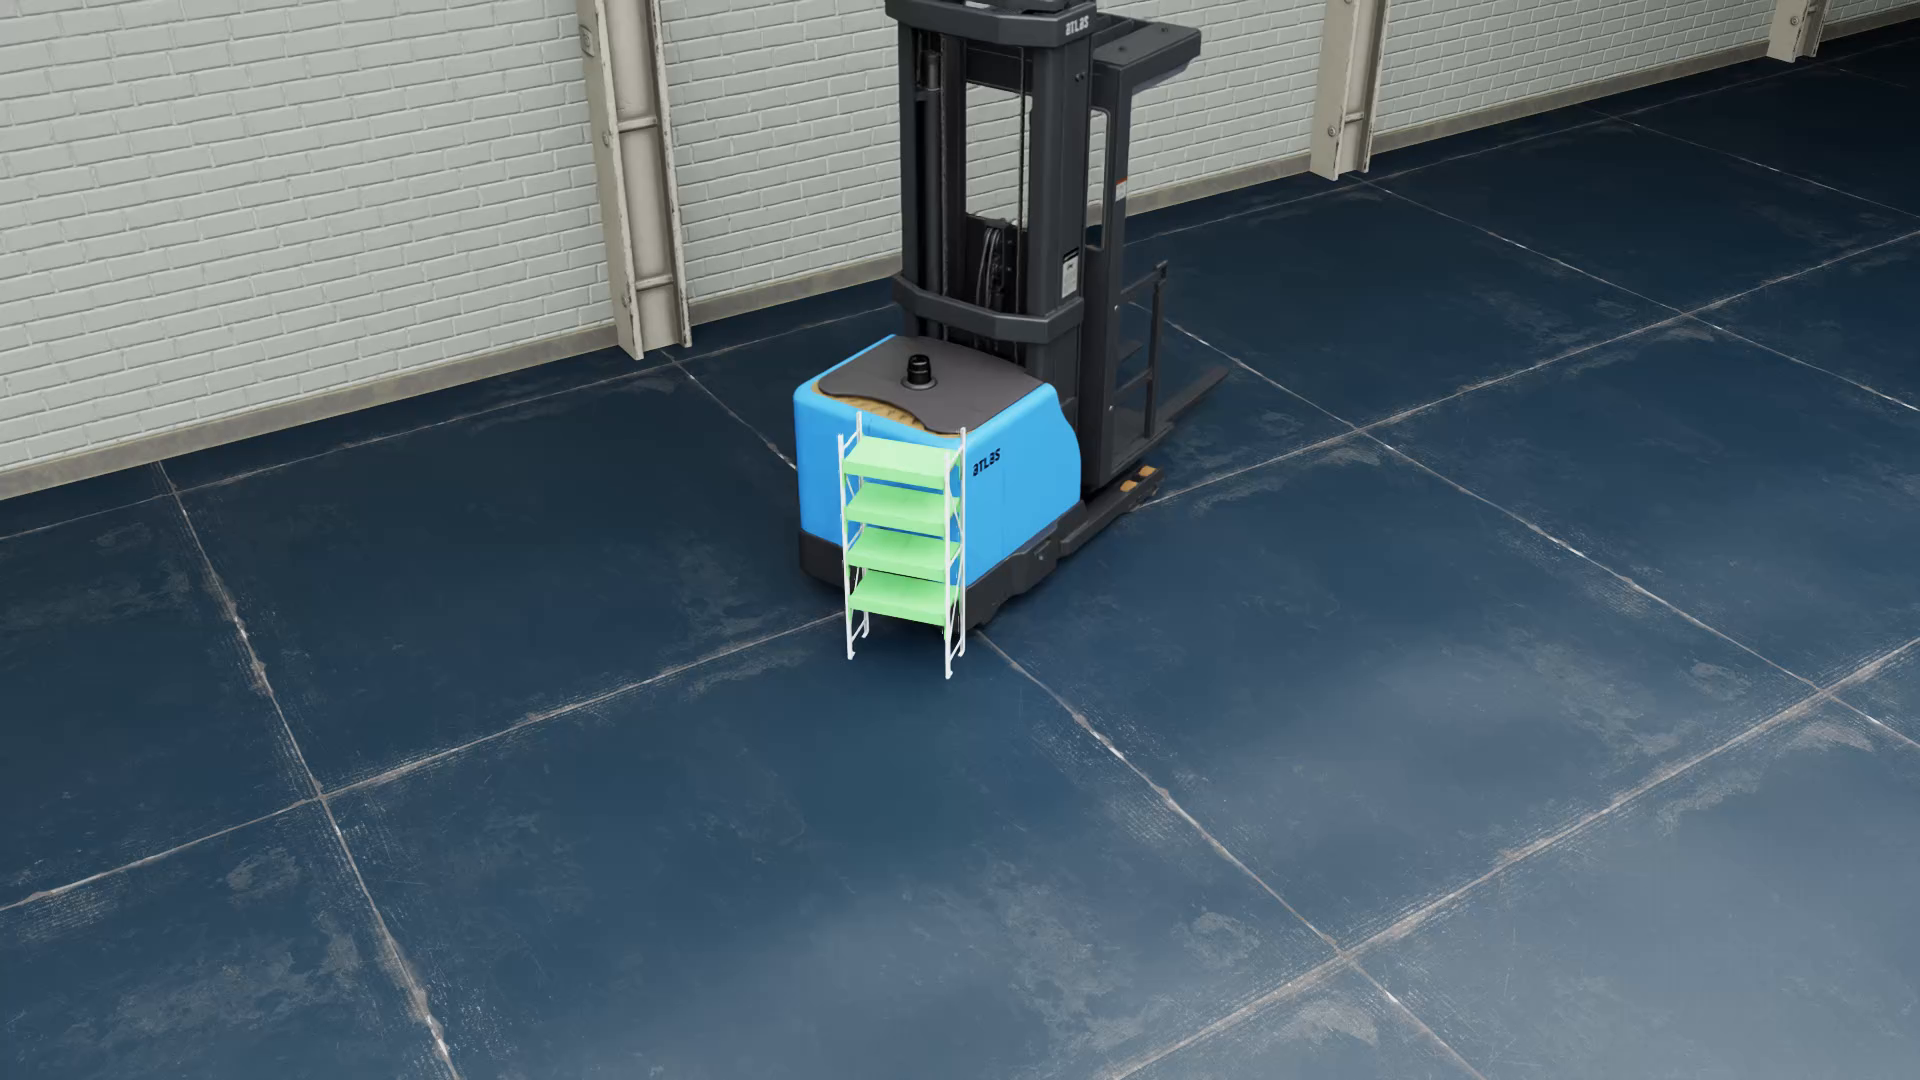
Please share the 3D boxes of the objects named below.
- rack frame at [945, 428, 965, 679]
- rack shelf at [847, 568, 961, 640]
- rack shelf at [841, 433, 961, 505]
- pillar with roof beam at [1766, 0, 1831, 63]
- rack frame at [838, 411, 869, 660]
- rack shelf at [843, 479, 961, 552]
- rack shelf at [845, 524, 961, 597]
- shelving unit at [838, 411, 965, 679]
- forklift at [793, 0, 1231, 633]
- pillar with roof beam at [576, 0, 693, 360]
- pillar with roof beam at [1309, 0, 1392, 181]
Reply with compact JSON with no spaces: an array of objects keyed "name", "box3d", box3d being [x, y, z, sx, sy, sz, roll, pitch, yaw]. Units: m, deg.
[{"name":"rack frame","box3d":[-0.021,0.078,7.502,0.015,1.200,0.240,10,34,15]},{"name":"rack shelf","box3d":[-0.253,0.294,7.729,0.480,0.148,0.258,10,34,15]},{"name":"rack shelf","box3d":[-0.253,-0.315,7.345,0.480,0.148,0.258,10,34,15]},{"name":"pillar with roof beam","box3d":[10.443,-6.612,10.797,0.400,9.000,9.100,-19,37,-27]},{"name":"rack frame","box3d":[-0.485,-0.004,7.632,0.015,1.200,0.240,10,34,15]},{"name":"rack shelf","box3d":[-0.253,-0.112,7.473,0.480,0.148,0.258,10,34,15]},{"name":"rack shelf","box3d":[-0.253,0.091,7.601,0.480,0.148,0.258,10,34,15]},{"name":"shelving unit","box3d":[-0.253,0.037,7.567,0.503,1.200,0.258,10,34,15]},{"name":"forklift","box3d":[0.464,-1.533,8.433,1.130,2.935,3.031,21,38,30]},{"name":"pillar with roof beam","box3d":[0.357,-3.143,5.298,0.400,9.000,9.100,-19,37,-27]},{"name":"pillar with roof beam","box3d":[5.400,-4.877,8.048,0.400,9.000,9.100,-19,37,-27]}]
